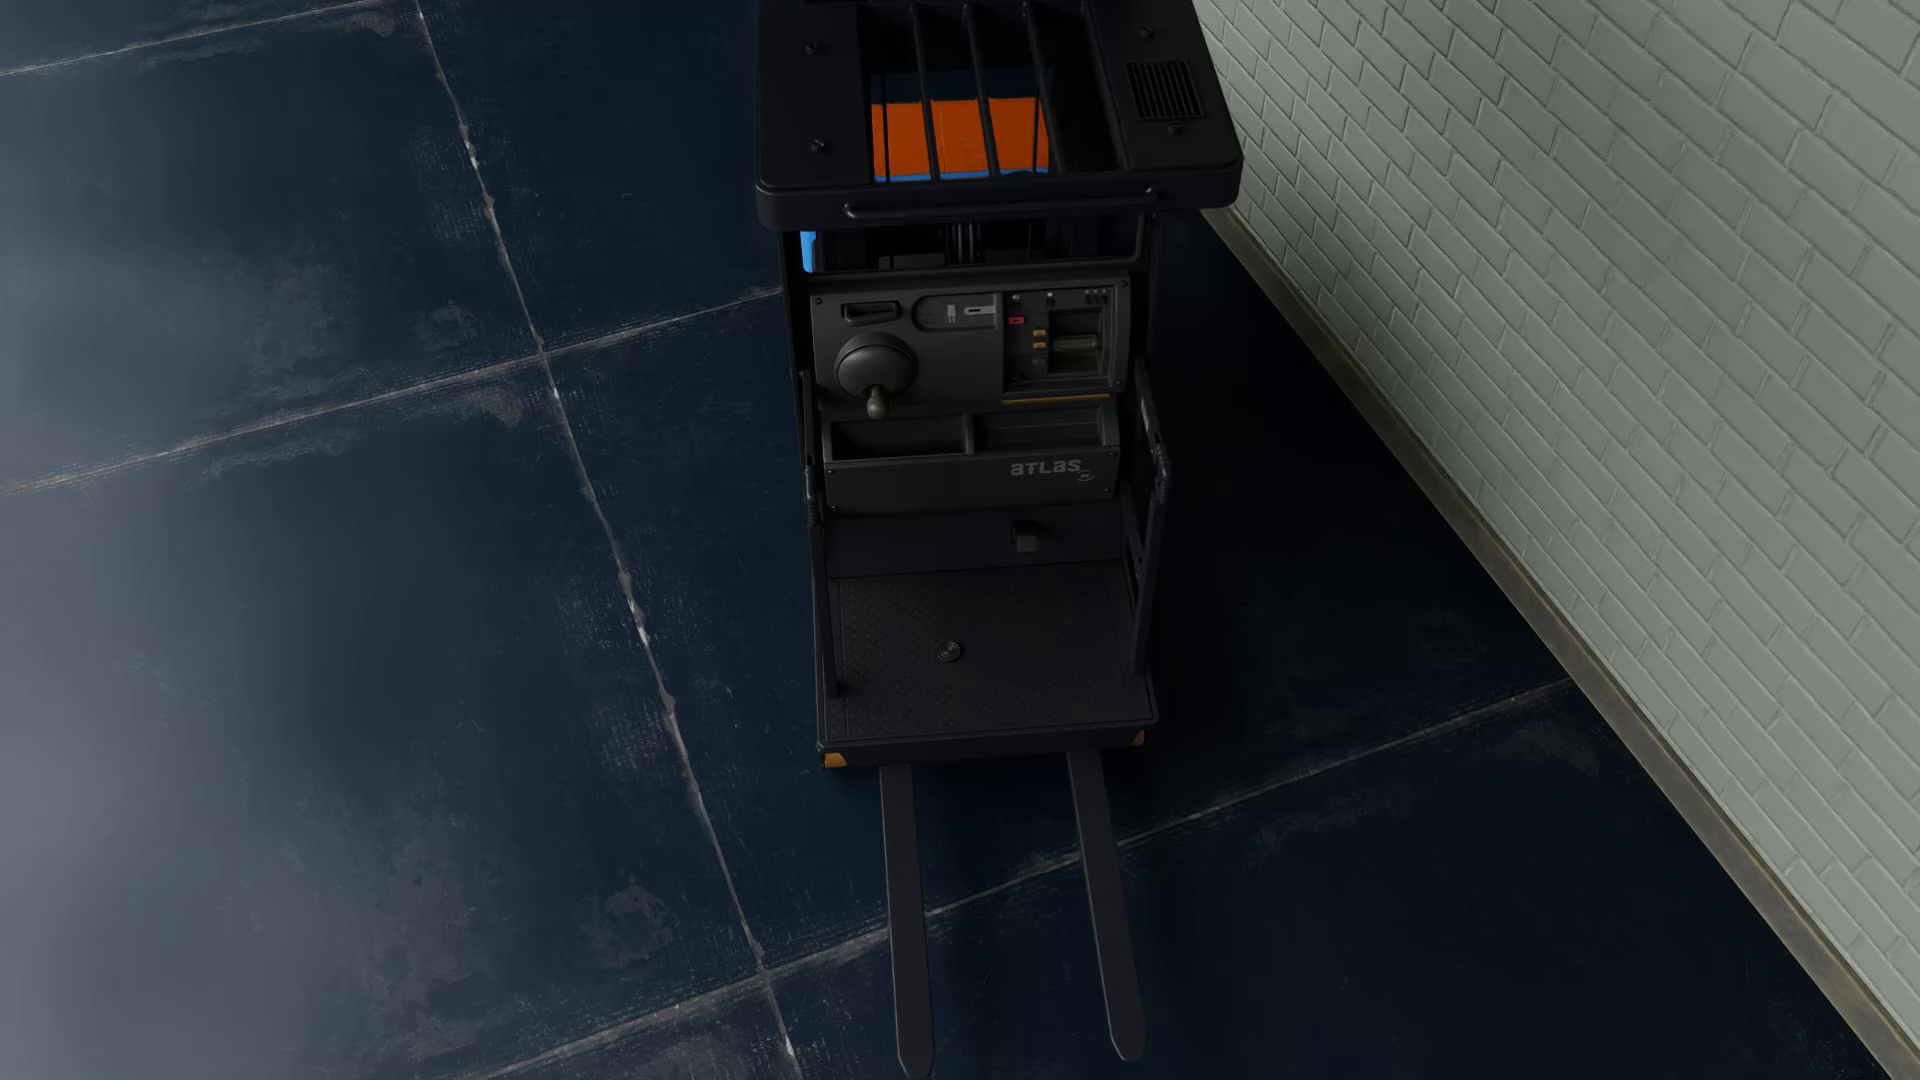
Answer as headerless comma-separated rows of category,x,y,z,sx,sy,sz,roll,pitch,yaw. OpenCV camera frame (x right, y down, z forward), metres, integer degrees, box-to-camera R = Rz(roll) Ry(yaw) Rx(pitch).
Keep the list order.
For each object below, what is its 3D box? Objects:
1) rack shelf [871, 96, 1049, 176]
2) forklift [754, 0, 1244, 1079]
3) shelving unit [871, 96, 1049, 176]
rack shelf,-0.067,-1.434,6.354,1.000,0.278,0.538,-3,49,-3
forklift,0.056,-0.466,4.718,1.130,2.935,3.031,-4,49,-3
shelving unit,-0.067,-1.243,6.576,1.048,1.125,0.538,-3,49,-3
